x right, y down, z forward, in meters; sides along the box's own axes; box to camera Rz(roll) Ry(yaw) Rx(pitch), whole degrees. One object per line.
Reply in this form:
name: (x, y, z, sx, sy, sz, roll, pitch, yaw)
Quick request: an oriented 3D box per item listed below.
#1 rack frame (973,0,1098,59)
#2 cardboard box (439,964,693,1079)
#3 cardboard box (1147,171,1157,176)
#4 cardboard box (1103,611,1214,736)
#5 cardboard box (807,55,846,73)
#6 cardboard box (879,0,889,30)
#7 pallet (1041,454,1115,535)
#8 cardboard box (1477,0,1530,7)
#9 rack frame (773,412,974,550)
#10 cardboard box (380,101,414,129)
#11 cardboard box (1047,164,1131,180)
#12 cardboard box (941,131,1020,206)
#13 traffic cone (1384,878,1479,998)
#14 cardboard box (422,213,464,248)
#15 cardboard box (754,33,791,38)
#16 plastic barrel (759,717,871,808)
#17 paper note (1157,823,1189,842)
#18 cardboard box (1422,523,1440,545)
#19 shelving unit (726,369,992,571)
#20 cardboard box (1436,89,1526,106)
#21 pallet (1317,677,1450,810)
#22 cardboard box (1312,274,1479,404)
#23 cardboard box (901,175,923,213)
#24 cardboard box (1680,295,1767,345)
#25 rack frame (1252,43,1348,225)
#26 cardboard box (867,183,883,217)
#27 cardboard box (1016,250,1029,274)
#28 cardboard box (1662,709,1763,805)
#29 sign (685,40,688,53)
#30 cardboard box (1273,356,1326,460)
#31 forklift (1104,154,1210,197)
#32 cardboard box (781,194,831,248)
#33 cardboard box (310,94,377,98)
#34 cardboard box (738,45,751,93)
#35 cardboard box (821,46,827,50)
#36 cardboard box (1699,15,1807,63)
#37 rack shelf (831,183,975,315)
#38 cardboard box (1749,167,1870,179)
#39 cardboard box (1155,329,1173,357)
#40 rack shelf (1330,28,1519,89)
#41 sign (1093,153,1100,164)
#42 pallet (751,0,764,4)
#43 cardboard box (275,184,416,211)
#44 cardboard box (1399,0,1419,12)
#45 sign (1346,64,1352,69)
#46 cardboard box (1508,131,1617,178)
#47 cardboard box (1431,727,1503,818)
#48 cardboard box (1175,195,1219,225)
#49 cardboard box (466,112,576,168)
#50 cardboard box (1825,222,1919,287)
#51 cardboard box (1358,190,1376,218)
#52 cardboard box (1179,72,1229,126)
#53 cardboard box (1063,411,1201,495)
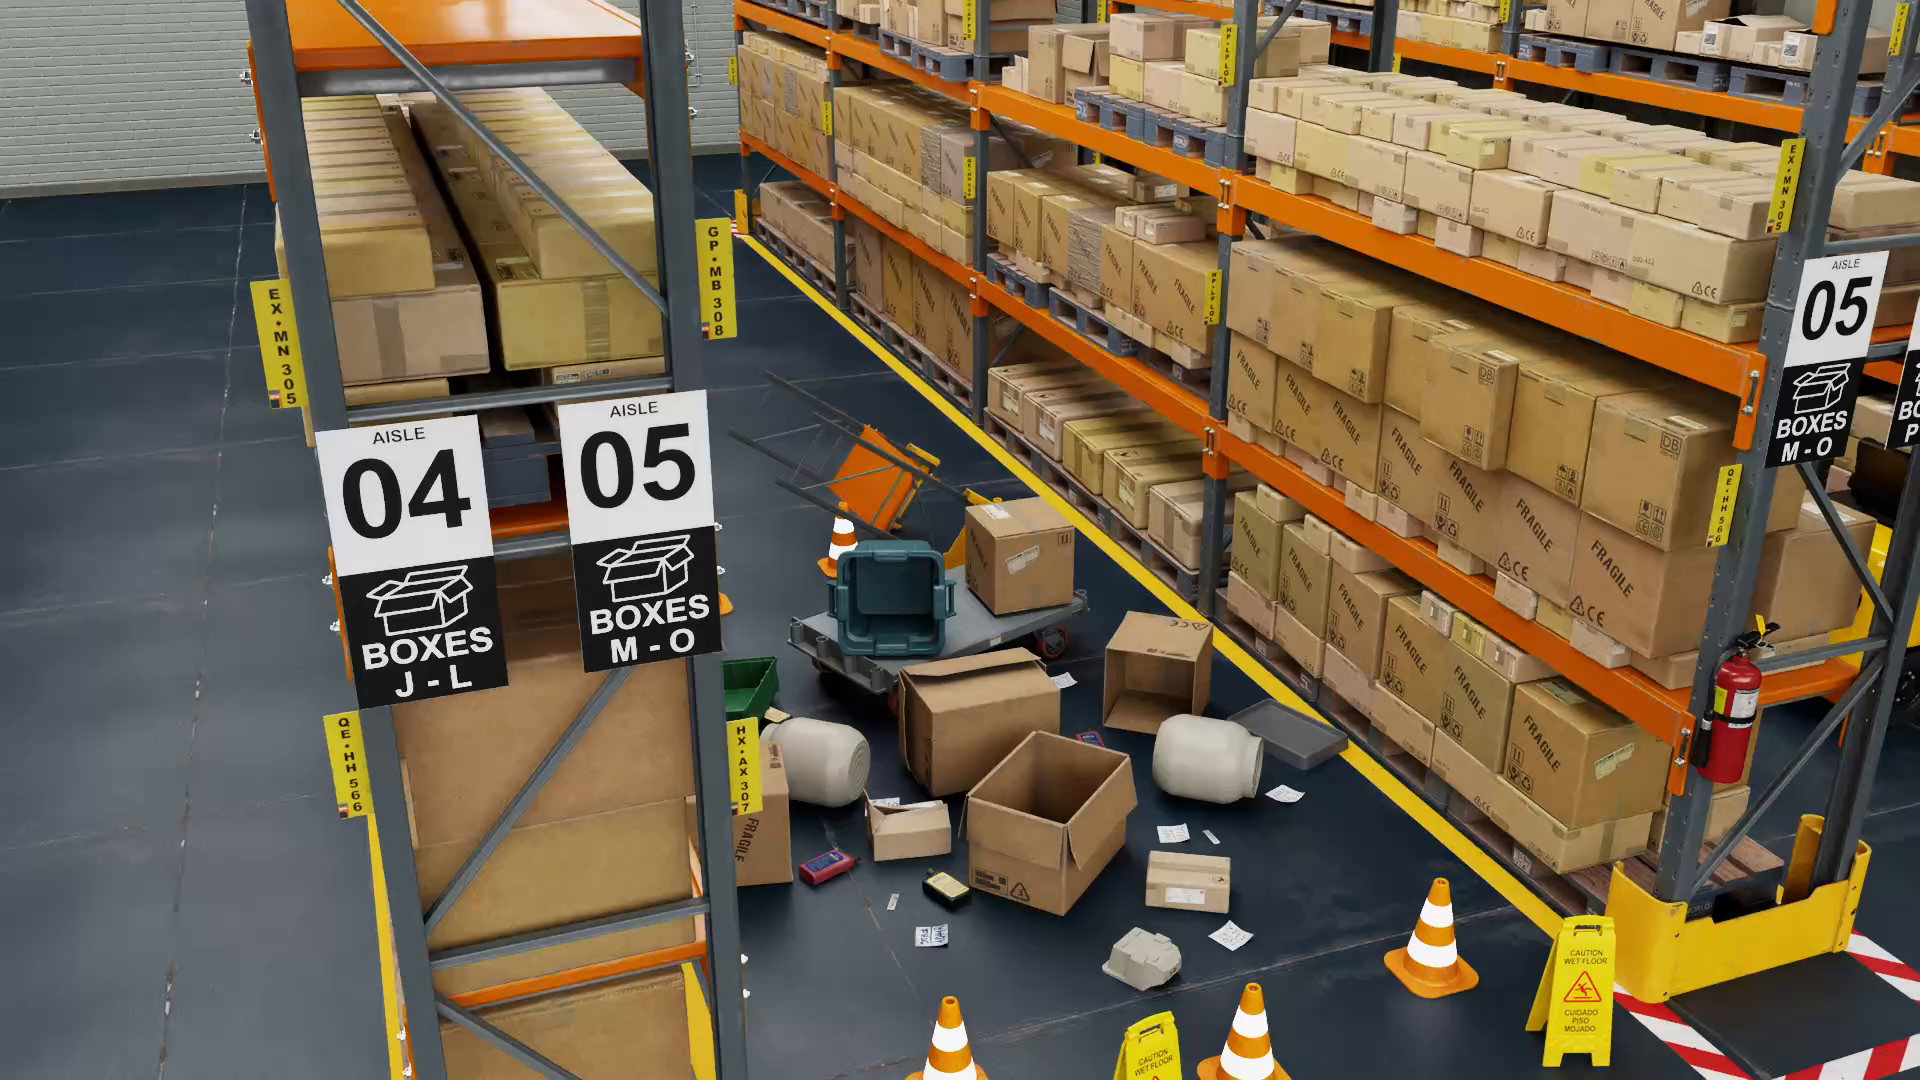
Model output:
rack frame: (0.593, -5.189, 12.476, 1.000, 3.000, 0.127, -8, 24, -19)
cardboard box: (-1.478, 1.746, 5.940, 0.875, 0.875, 0.875, -8, 24, -19)
cardboard box: (2.802, -4.505, 21.253, 0.700, 0.500, 0.500, -7, 24, -17)
cardboard box: (1.111, 0.755, 9.311, 0.500, 0.500, 0.500, 8, 24, 18)
cardboard box: (-1.404, -5.045, 17.605, 0.380, 0.149, 0.250, -9, 24, -19)
cardboard box: (-0.502, -4.680, 14.763, 0.396, 0.266, 0.258, -6, 24, -15)
pallet: (1.295, -0.413, 12.459, 1.003, 0.211, 1.213, -8, 24, -19)
cardboard box: (4.837, -4.826, 14.772, 0.380, 0.149, 0.250, -8, 24, -17)
rack frame: (-0.460, -0.272, 10.651, 1.500, 0.500, 0.032, 28, 7, -32)
cardboard box: (-2.989, -2.043, 8.397, 0.500, 0.250, 0.500, -8, 24, -18)
cardboard box: (1.013, -2.675, 13.181, 0.500, 0.500, 0.500, -9, 25, -21)
cardboard box: (0.165, -3.084, 13.788, 0.500, 0.500, 0.500, -9, 24, -20)
traffic cone: (2.060, 1.672, 7.188, 0.336, 0.463, 0.334, -8, 24, -19)
cardboard box: (-1.787, -0.813, 5.097, 0.500, 0.250, 0.500, -8, 24, -19)
cardboard box: (-2.208, -5.885, 19.600, 0.380, 0.149, 0.250, -8, 24, -18)
plastic barrel: (-0.754, 1.133, 8.516, 0.512, 0.421, 0.421, 8, 24, 18)
paper note: (1.063, 1.456, 8.272, 0.148, 0.019, 0.142, 0, 23, -1)
cardboard box: (2.565, -0.067, 8.370, 0.380, 0.149, 0.250, -8, 24, -19)
shelving unit: (-0.669, -0.453, 11.089, 1.500, 0.587, 1.083, 28, 7, -32)
cardboard box: (2.708, -2.253, 8.669, 0.380, 0.149, 0.250, -8, 24, -17)
pallet: (2.711, 0.997, 9.114, 1.003, 0.211, 1.213, -8, 24, -19)
cardboard box: (2.270, -1.051, 8.583, 0.700, 0.500, 0.500, -9, 24, -20)
cardboard box: (-0.201, -3.096, 14.784, 0.500, 0.250, 0.500, -9, 24, -20)
cardboard box: (3.031, -0.876, 6.428, 0.380, 0.149, 0.250, -8, 24, -19)
rack frame: (3.822, -4.561, 18.709, 1.000, 3.000, 0.127, -8, 24, -19)
cardboard box: (-0.562, -3.237, 15.761, 0.500, 0.250, 0.500, -9, 24, -19)
cardboard box: (0.656, -2.146, 12.762, 0.380, 0.149, 0.250, -10, 25, -22)
cardboard box: (3.384, 0.870, 7.857, 0.500, 0.500, 0.500, -9, 25, -21)
sign: (-4.314, -7.518, 25.376, 0.327, 0.218, 0.001, -8, 24, -19)
cardboard box: (2.100, -0.777, 9.221, 0.500, 0.500, 0.500, -8, 24, -19)
forklift: (1.927, -2.801, 14.622, 1.130, 2.935, 3.031, -8, 24, -19)
cardboard box: (-1.576, -3.787, 19.632, 0.875, 0.438, 0.875, -8, 24, -18)
cardboard box: (-2.598, -1.766, 6.843, 0.380, 0.149, 0.250, -9, 24, -19)
cardboard box: (-2.330, -5.625, 19.818, 0.500, 0.500, 0.500, -9, 24, -20)
cardboard box: (-1.342, -5.481, 18.640, 0.380, 0.149, 0.250, -8, 24, -17)
cardboard box: (5.893, -3.743, 12.352, 0.500, 0.311, 0.500, -9, 25, -21)
rack shelf: (-0.114, -2.820, 15.505, 1.077, 0.370, 4.000, -8, 24, -19)
cardboard box: (3.380, -1.399, 6.641, 0.380, 0.149, 0.250, -8, 24, -19)
cardboard box: (1.489, -1.297, 10.747, 0.380, 0.149, 0.250, -9, 25, -21)
rack shelf: (4.528, -4.885, 16.542, 1.077, 0.370, 4.000, -8, 24, -19)
sign: (1.097, -3.000, 13.617, 0.100, 0.325, 0.005, -8, 24, -19)
pallet: (-1.962, -6.405, 19.337, 1.003, 0.211, 1.213, -8, 24, -19)
cardboard box: (-1.790, -0.936, 4.873, 0.380, 0.149, 0.250, -8, 24, -18)
cardboard box: (4.454, -5.171, 15.975, 0.380, 0.149, 0.250, -8, 24, -17)
sign: (4.340, -5.172, 18.668, 0.100, 0.325, 0.005, -8, 24, -19)
cardboard box: (2.672, -1.711, 7.383, 0.380, 0.149, 0.250, -9, 24, -21)
cardboard box: (2.706, 1.109, 8.256, 0.500, 0.250, 0.500, -8, 24, -19)
cardboard box: (1.690, -2.247, 11.332, 0.380, 0.149, 0.250, -7, 24, -16)
cardboard box: (-1.625, -1.488, 6.184, 0.380, 0.149, 0.250, -8, 24, -18)
cardboard box: (3.490, -1.188, 6.654, 0.500, 0.250, 0.500, -9, 24, -20)
cardboard box: (2.253, -1.718, 8.426, 0.380, 0.149, 0.250, -9, 25, -21)
cardboard box: (1.664, -2.671, 10.014, 0.500, 0.250, 0.500, -9, 24, -20)
cardboard box: (1.314, -0.658, 12.291, 0.950, 0.372, 0.625, -8, 24, -17)
